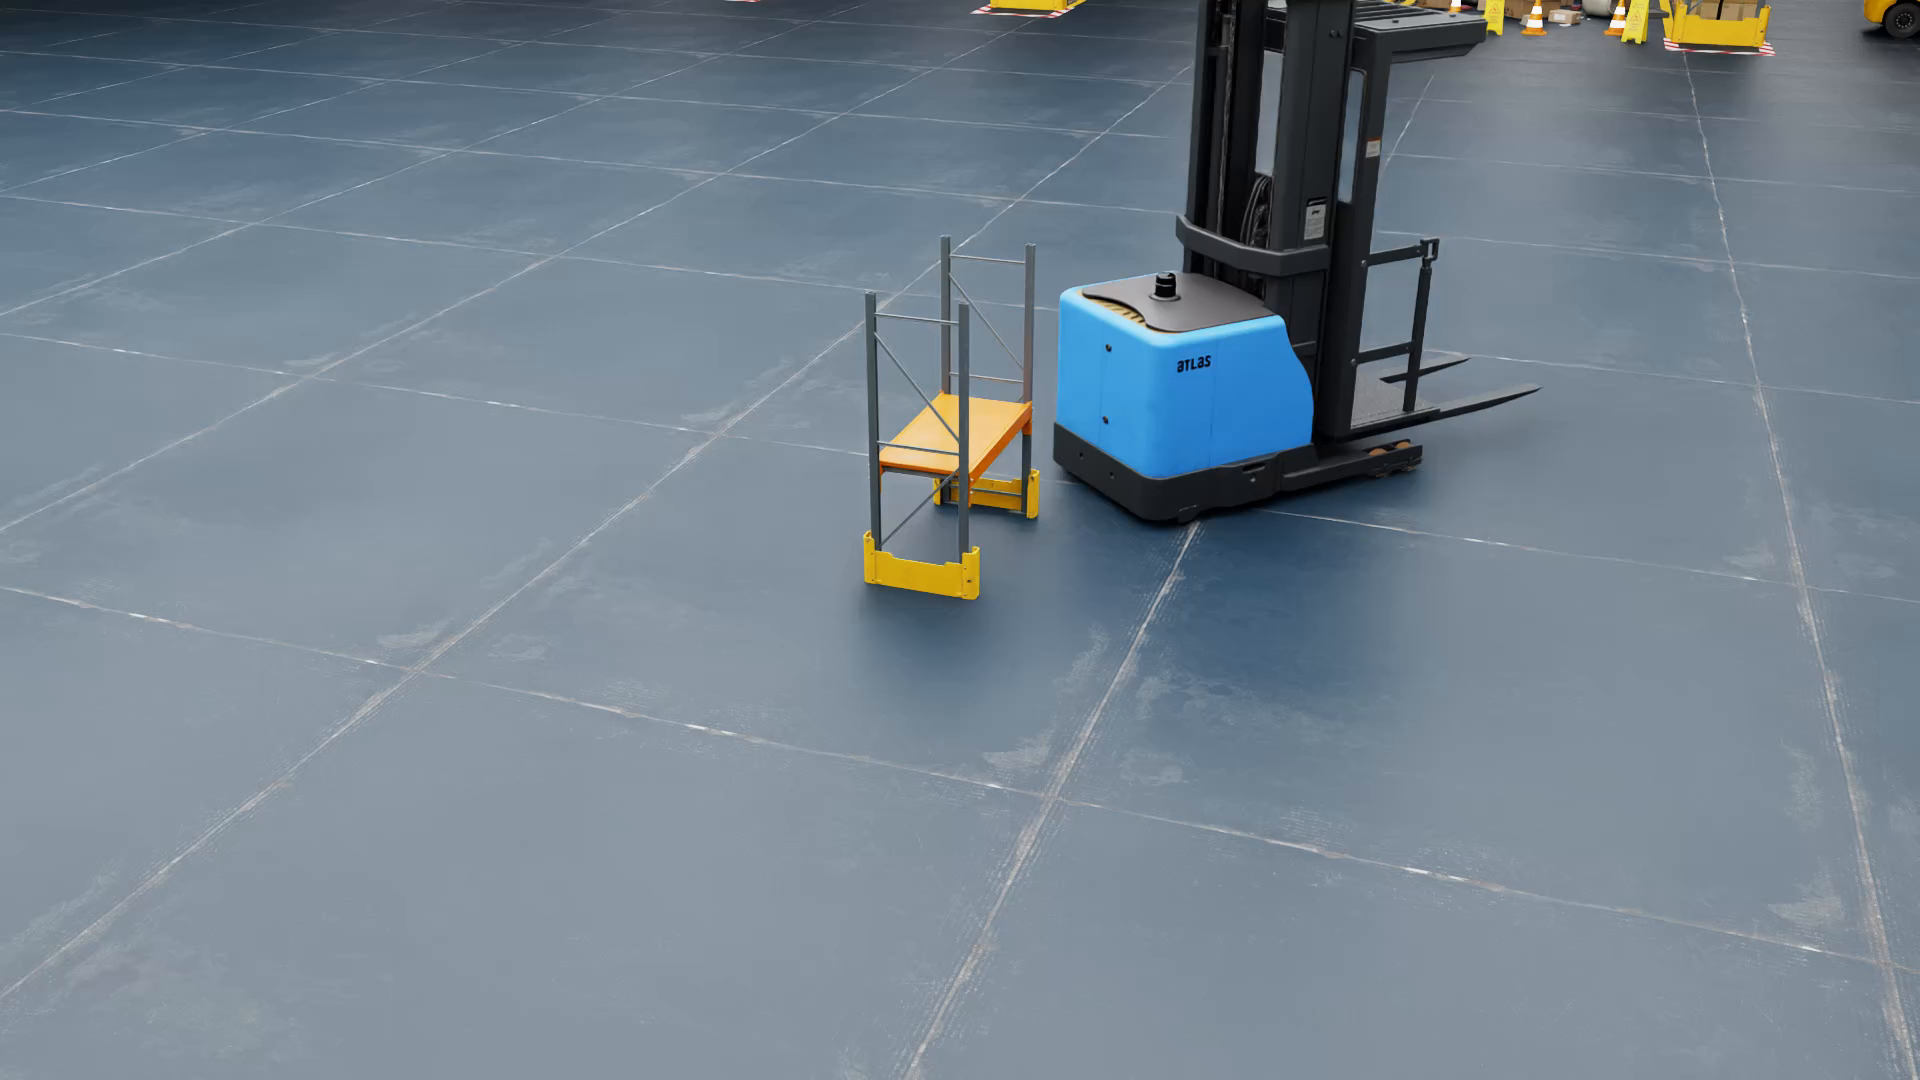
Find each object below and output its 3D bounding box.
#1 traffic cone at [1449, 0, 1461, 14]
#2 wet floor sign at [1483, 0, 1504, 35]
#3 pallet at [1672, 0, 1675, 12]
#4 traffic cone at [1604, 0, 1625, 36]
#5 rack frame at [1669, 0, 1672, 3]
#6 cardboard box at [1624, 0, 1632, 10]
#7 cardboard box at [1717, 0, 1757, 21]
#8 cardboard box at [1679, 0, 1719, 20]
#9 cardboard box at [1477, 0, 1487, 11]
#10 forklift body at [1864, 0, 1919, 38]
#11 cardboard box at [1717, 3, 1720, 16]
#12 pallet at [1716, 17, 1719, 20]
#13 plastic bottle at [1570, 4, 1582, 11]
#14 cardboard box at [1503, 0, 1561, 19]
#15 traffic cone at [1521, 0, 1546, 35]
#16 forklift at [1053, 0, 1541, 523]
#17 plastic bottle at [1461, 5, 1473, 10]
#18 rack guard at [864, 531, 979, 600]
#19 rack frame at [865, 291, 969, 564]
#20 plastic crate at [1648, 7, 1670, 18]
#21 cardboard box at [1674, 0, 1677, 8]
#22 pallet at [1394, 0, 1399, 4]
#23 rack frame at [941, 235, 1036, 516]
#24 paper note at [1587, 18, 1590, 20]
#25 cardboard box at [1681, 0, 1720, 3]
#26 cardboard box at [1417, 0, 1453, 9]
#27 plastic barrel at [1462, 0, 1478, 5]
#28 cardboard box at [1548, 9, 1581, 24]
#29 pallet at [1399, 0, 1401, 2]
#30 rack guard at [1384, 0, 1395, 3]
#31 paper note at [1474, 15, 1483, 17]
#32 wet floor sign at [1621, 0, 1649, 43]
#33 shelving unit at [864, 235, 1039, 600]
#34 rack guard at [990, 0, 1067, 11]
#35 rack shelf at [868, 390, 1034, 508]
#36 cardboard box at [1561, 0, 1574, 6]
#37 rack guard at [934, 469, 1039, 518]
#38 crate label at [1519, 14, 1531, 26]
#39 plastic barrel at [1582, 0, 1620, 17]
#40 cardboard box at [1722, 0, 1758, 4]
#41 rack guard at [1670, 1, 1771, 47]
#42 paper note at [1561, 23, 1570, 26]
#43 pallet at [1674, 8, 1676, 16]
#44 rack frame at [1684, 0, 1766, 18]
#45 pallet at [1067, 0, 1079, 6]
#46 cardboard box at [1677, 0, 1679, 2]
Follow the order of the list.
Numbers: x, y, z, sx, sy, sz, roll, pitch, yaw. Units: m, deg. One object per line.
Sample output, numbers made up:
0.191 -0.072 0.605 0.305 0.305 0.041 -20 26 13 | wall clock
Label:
7.197 -7.711 24.145 0.336 0.463 0.334 9 27 17 | traffic cone
7.539 -7.482 23.462 0.267 0.644 0.232 4 26 8 | wet floor sign
11.524 -8.272 25.592 1.003 0.211 1.213 9 27 17 | pallet
9.310 -7.386 23.474 0.336 0.463 0.334 9 27 17 | traffic cone
11.714 -9.808 25.565 1.000 3.000 0.127 9 27 17 | rack frame
10.074 -8.441 25.607 0.500 0.500 0.500 -14 29 -27 | cardboard box
10.912 -7.407 23.280 0.500 0.250 0.500 9 27 17 | cardboard box
10.406 -7.497 23.465 0.500 0.250 0.500 9 27 17 | cardboard box
8.177 -8.280 25.547 0.396 0.266 0.258 14 29 26 | cardboard box
13.976 -8.108 23.027 2.313 2.155 1.214 9 27 17 | forklift body
11.089 -7.616 23.711 0.500 0.250 0.500 10 27 19 | cardboard box
10.712 -7.269 23.521 1.003 0.211 1.213 9 27 17 | pallet
9.516 -8.227 25.672 0.133 0.061 0.283 14 29 26 | plastic bottle
8.580 -8.130 24.963 0.797 0.503 0.637 -9 27 -18 | cardboard box
8.150 -7.407 23.518 0.336 0.463 0.334 9 27 17 | traffic cone
2.072 -1.859 9.226 3.031 2.935 1.130 -14 29 -26 | forklift
7.755 -8.215 25.648 0.283 0.061 0.133 0 26 -1 | plastic bottle
-0.191 0.123 8.208 0.587 0.250 0.087 9 27 17 | rack guard
-0.198 -0.431 7.919 0.500 1.500 0.032 9 27 17 | rack frame
10.418 -7.968 25.114 0.402 0.080 0.583 0 26 -1 | plastic crate
10.747 -7.914 24.327 0.500 0.250 0.500 8 27 16 | cardboard box
6.281 -8.425 25.909 1.003 0.211 1.213 9 27 17 | pallet
0.141 -0.849 8.782 0.500 1.500 0.032 9 27 17 | rack frame
9.364 -7.761 24.768 0.032 0.001 0.123 9 27 17 | paper note
10.404 -7.820 23.272 0.500 0.500 0.500 9 27 18 | cardboard box
7.464 -8.574 25.881 0.500 0.500 0.500 14 29 26 | cardboard box
8.082 -8.636 26.101 0.421 0.421 0.512 -14 29 -27 | plastic barrel
8.914 -7.712 24.508 0.250 0.149 0.380 -20 33 -36 | cardboard box
6.686 -8.928 26.948 1.003 0.211 1.213 9 27 17 | pallet
5.673 -7.706 24.091 1.175 0.500 0.348 9 27 17 | rack guard
7.790 -7.884 25.001 0.144 0.017 0.142 20 32 35 | paper note
9.311 -7.182 22.842 0.267 0.644 0.232 20 32 35 | wet floor sign
-0.025 -0.644 8.358 0.587 1.500 1.083 9 27 17 | shelving unit
1.063 -8.508 25.747 1.175 0.500 0.348 9 27 17 | rack guard
-0.028 -0.478 8.429 0.538 0.185 1.000 9 27 17 | rack shelf
9.419 -8.554 26.112 0.258 0.266 0.396 -9 27 -18 | cardboard box
0.140 -0.286 9.054 0.587 0.250 0.087 9 27 17 | rack guard
8.353 -7.593 24.275 0.250 0.136 0.298 -5 26 -9 | crate label
9.643 -8.073 24.938 0.421 0.421 0.512 -14 29 -27 | plastic barrel
10.920 -7.754 23.136 0.500 0.500 0.500 8 27 16 | cardboard box
10.408 -7.070 22.779 1.175 0.500 0.348 9 27 17 | rack guard
8.820 -7.505 24.216 0.148 0.019 0.142 0 26 -1 | paper note
11.120 -7.769 24.553 1.003 0.211 1.213 9 27 17 | pallet
10.383 -8.164 22.170 1.000 3.000 0.127 9 27 17 | rack frame
1.367 -8.706 26.489 1.003 0.211 1.213 9 27 17 | pallet
10.578 -7.699 23.882 0.500 0.250 0.500 9 27 18 | cardboard box
